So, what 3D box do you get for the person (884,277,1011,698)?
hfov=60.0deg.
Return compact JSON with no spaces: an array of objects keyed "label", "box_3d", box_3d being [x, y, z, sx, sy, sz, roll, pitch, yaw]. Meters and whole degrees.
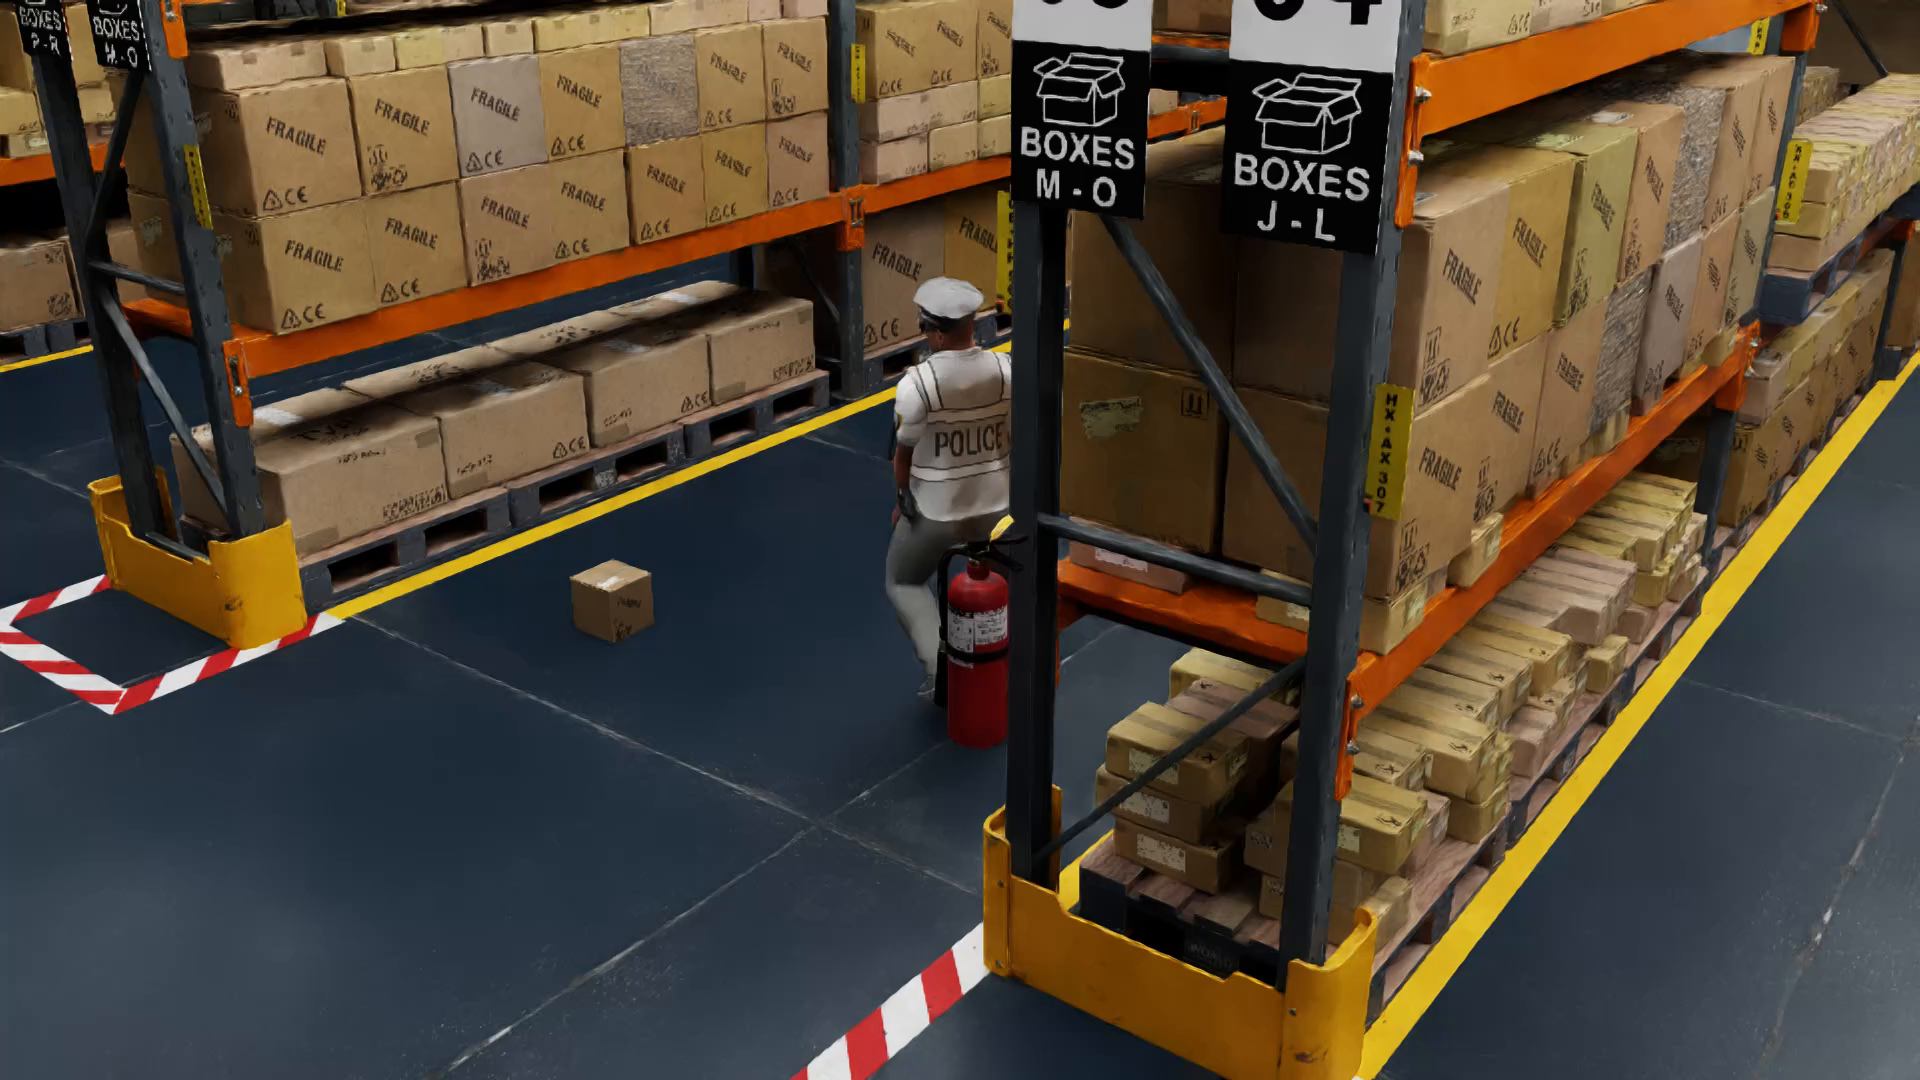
[{"label":"person","box_3d":[0.052,-0.153,6.421,0.674,1.746,0.474,-12,26,-25]}]
